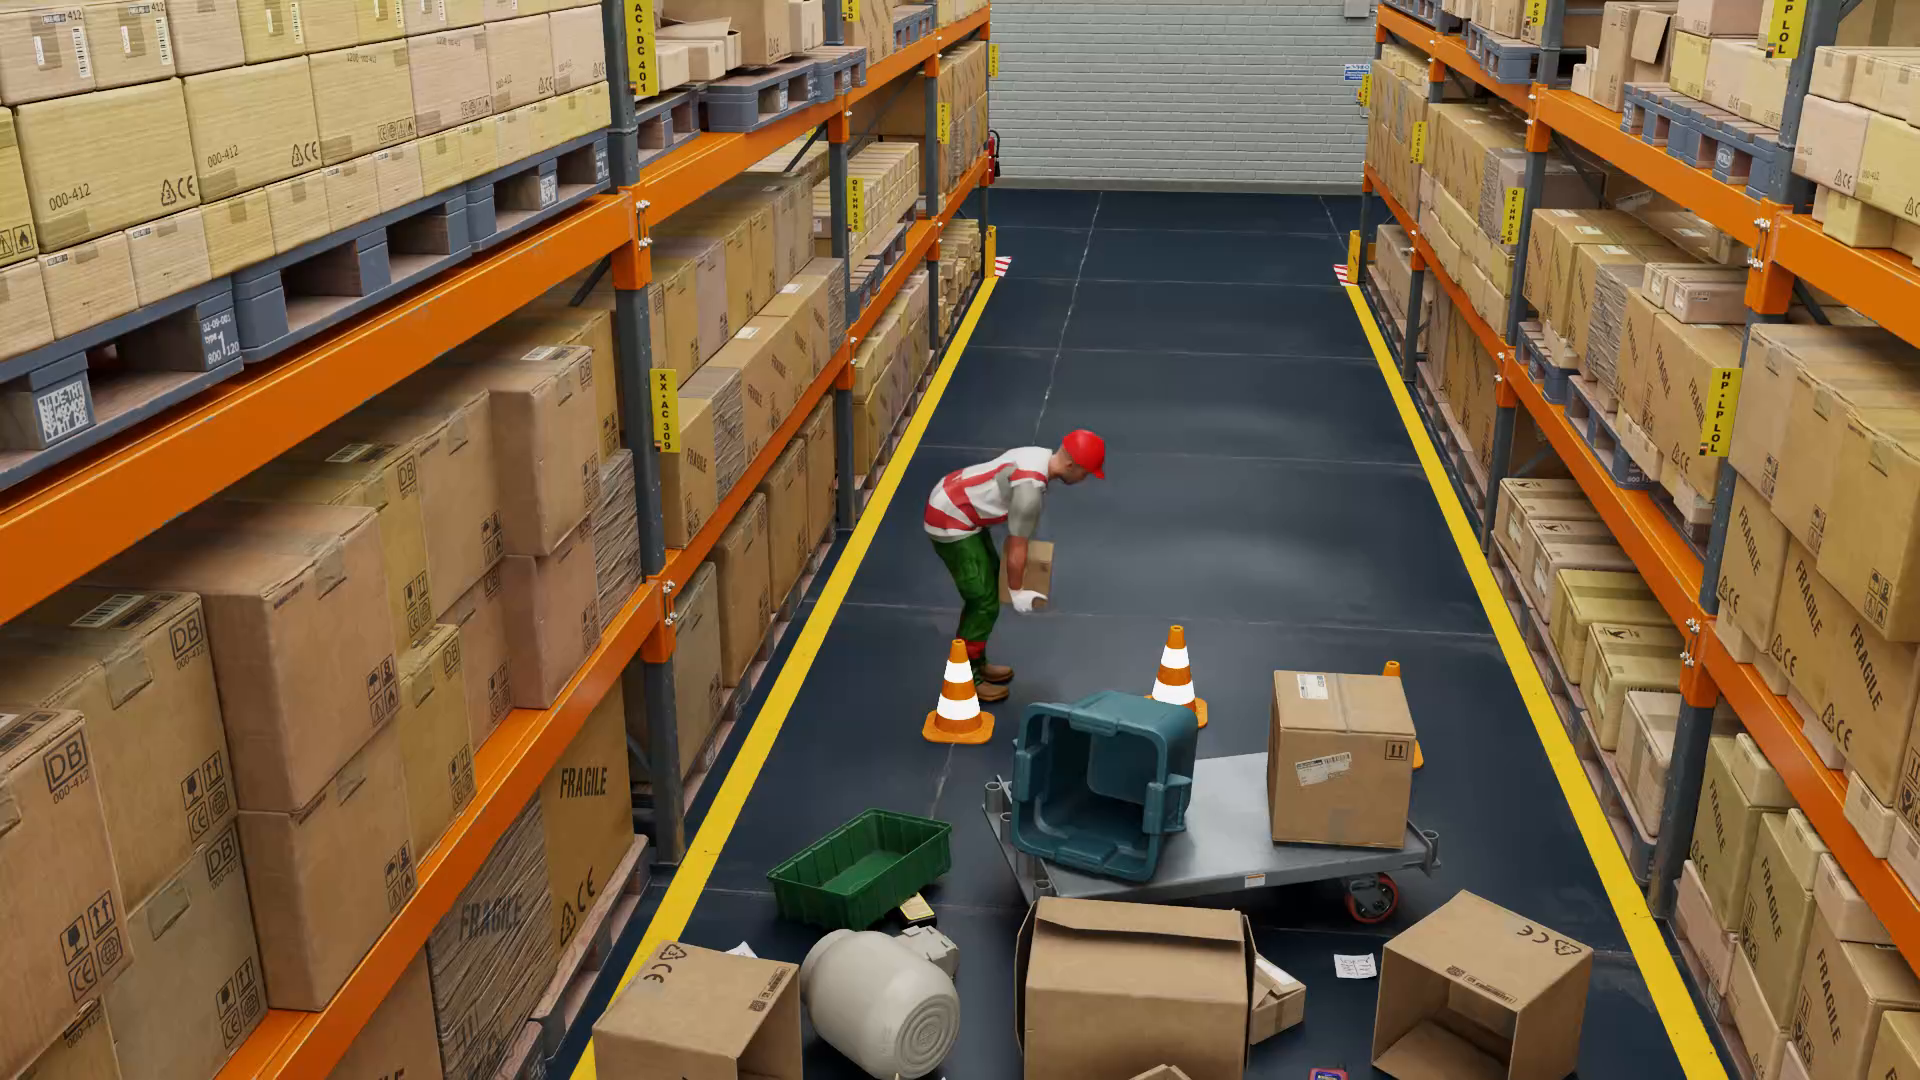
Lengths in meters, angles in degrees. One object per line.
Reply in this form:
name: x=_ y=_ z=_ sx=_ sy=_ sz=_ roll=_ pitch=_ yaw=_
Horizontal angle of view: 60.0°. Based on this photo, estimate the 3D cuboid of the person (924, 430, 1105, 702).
person: x=0.262 y=0.110 z=8.306 sx=0.888 sy=1.396 sz=0.471 roll=2 pitch=21 yaw=5
